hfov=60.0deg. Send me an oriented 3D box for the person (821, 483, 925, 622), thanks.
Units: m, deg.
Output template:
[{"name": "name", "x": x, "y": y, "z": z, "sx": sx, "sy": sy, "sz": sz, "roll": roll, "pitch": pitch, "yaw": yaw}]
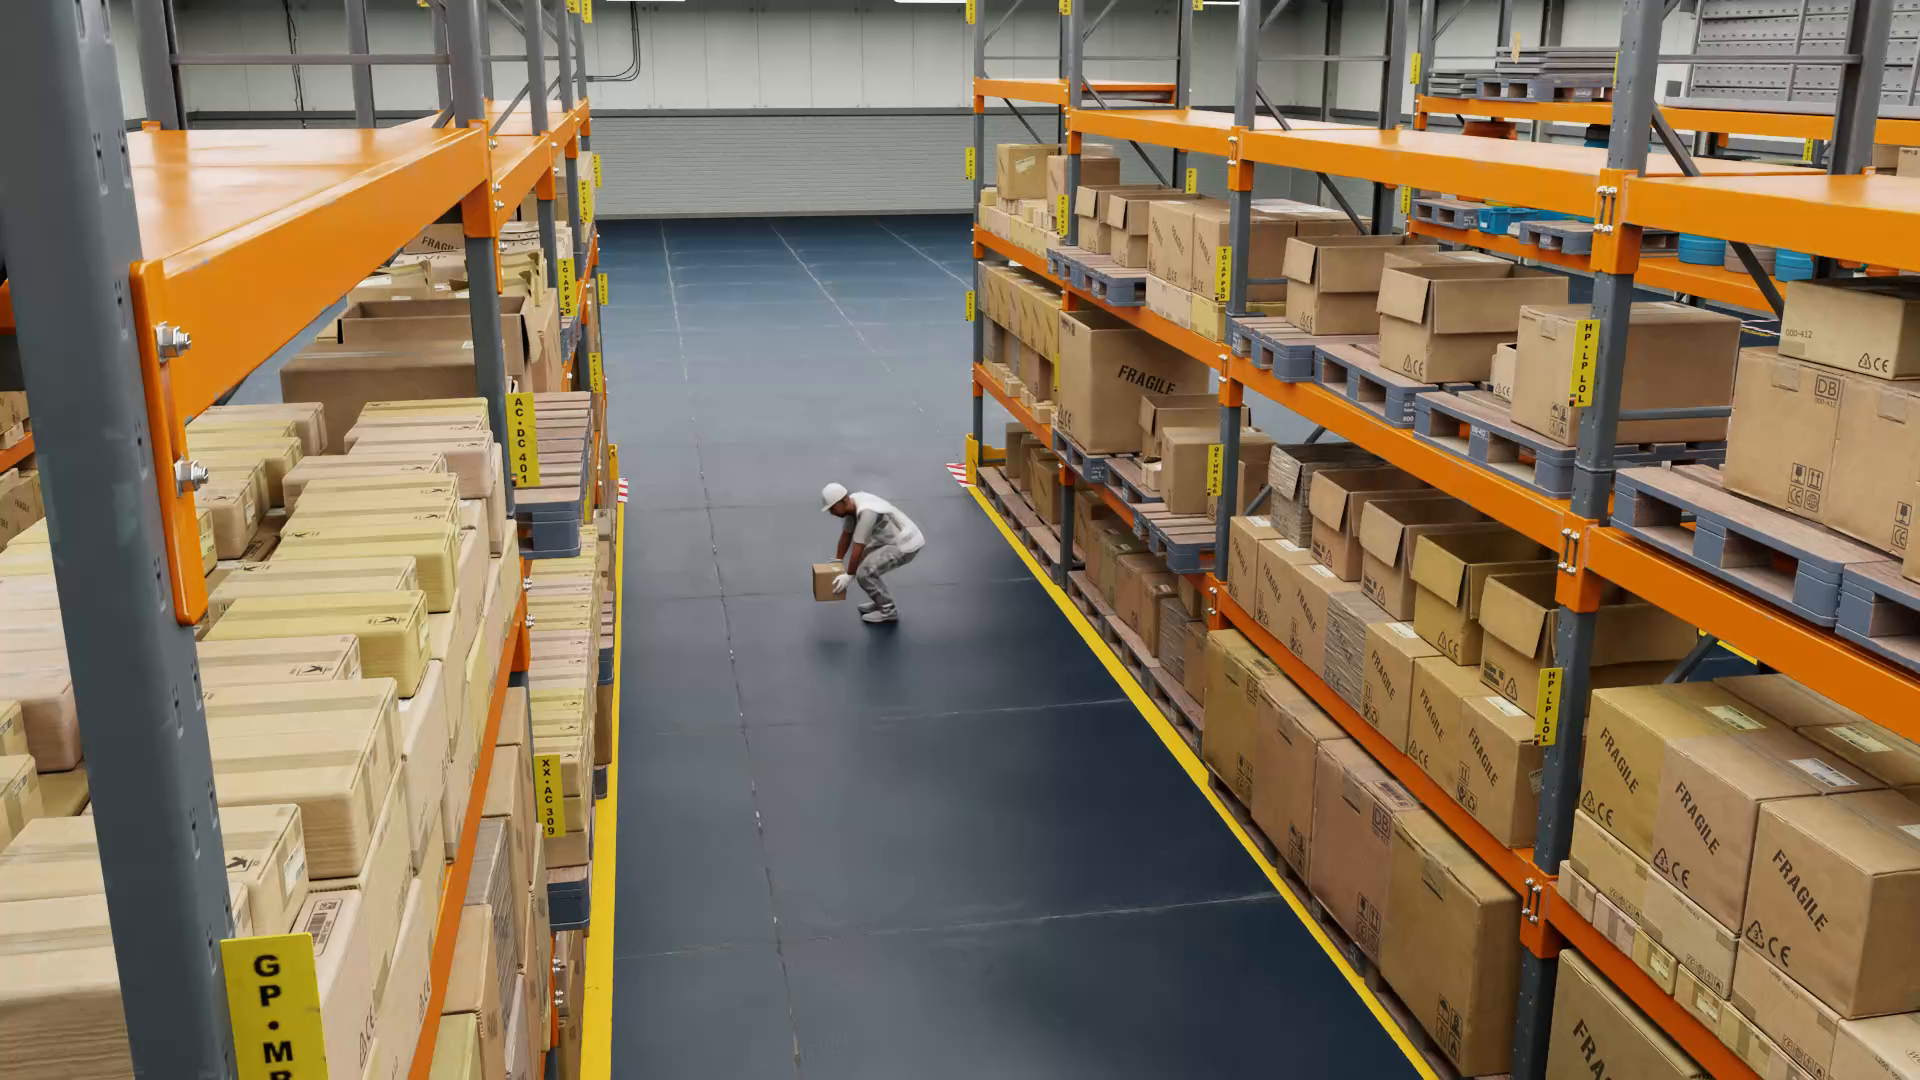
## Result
[{"name": "person", "x": -0.717, "y": 0.087, "z": 13.781, "sx": 0.852, "sy": 1.183, "sz": 0.597, "roll": -3, "pitch": 16, "yaw": -11}]
